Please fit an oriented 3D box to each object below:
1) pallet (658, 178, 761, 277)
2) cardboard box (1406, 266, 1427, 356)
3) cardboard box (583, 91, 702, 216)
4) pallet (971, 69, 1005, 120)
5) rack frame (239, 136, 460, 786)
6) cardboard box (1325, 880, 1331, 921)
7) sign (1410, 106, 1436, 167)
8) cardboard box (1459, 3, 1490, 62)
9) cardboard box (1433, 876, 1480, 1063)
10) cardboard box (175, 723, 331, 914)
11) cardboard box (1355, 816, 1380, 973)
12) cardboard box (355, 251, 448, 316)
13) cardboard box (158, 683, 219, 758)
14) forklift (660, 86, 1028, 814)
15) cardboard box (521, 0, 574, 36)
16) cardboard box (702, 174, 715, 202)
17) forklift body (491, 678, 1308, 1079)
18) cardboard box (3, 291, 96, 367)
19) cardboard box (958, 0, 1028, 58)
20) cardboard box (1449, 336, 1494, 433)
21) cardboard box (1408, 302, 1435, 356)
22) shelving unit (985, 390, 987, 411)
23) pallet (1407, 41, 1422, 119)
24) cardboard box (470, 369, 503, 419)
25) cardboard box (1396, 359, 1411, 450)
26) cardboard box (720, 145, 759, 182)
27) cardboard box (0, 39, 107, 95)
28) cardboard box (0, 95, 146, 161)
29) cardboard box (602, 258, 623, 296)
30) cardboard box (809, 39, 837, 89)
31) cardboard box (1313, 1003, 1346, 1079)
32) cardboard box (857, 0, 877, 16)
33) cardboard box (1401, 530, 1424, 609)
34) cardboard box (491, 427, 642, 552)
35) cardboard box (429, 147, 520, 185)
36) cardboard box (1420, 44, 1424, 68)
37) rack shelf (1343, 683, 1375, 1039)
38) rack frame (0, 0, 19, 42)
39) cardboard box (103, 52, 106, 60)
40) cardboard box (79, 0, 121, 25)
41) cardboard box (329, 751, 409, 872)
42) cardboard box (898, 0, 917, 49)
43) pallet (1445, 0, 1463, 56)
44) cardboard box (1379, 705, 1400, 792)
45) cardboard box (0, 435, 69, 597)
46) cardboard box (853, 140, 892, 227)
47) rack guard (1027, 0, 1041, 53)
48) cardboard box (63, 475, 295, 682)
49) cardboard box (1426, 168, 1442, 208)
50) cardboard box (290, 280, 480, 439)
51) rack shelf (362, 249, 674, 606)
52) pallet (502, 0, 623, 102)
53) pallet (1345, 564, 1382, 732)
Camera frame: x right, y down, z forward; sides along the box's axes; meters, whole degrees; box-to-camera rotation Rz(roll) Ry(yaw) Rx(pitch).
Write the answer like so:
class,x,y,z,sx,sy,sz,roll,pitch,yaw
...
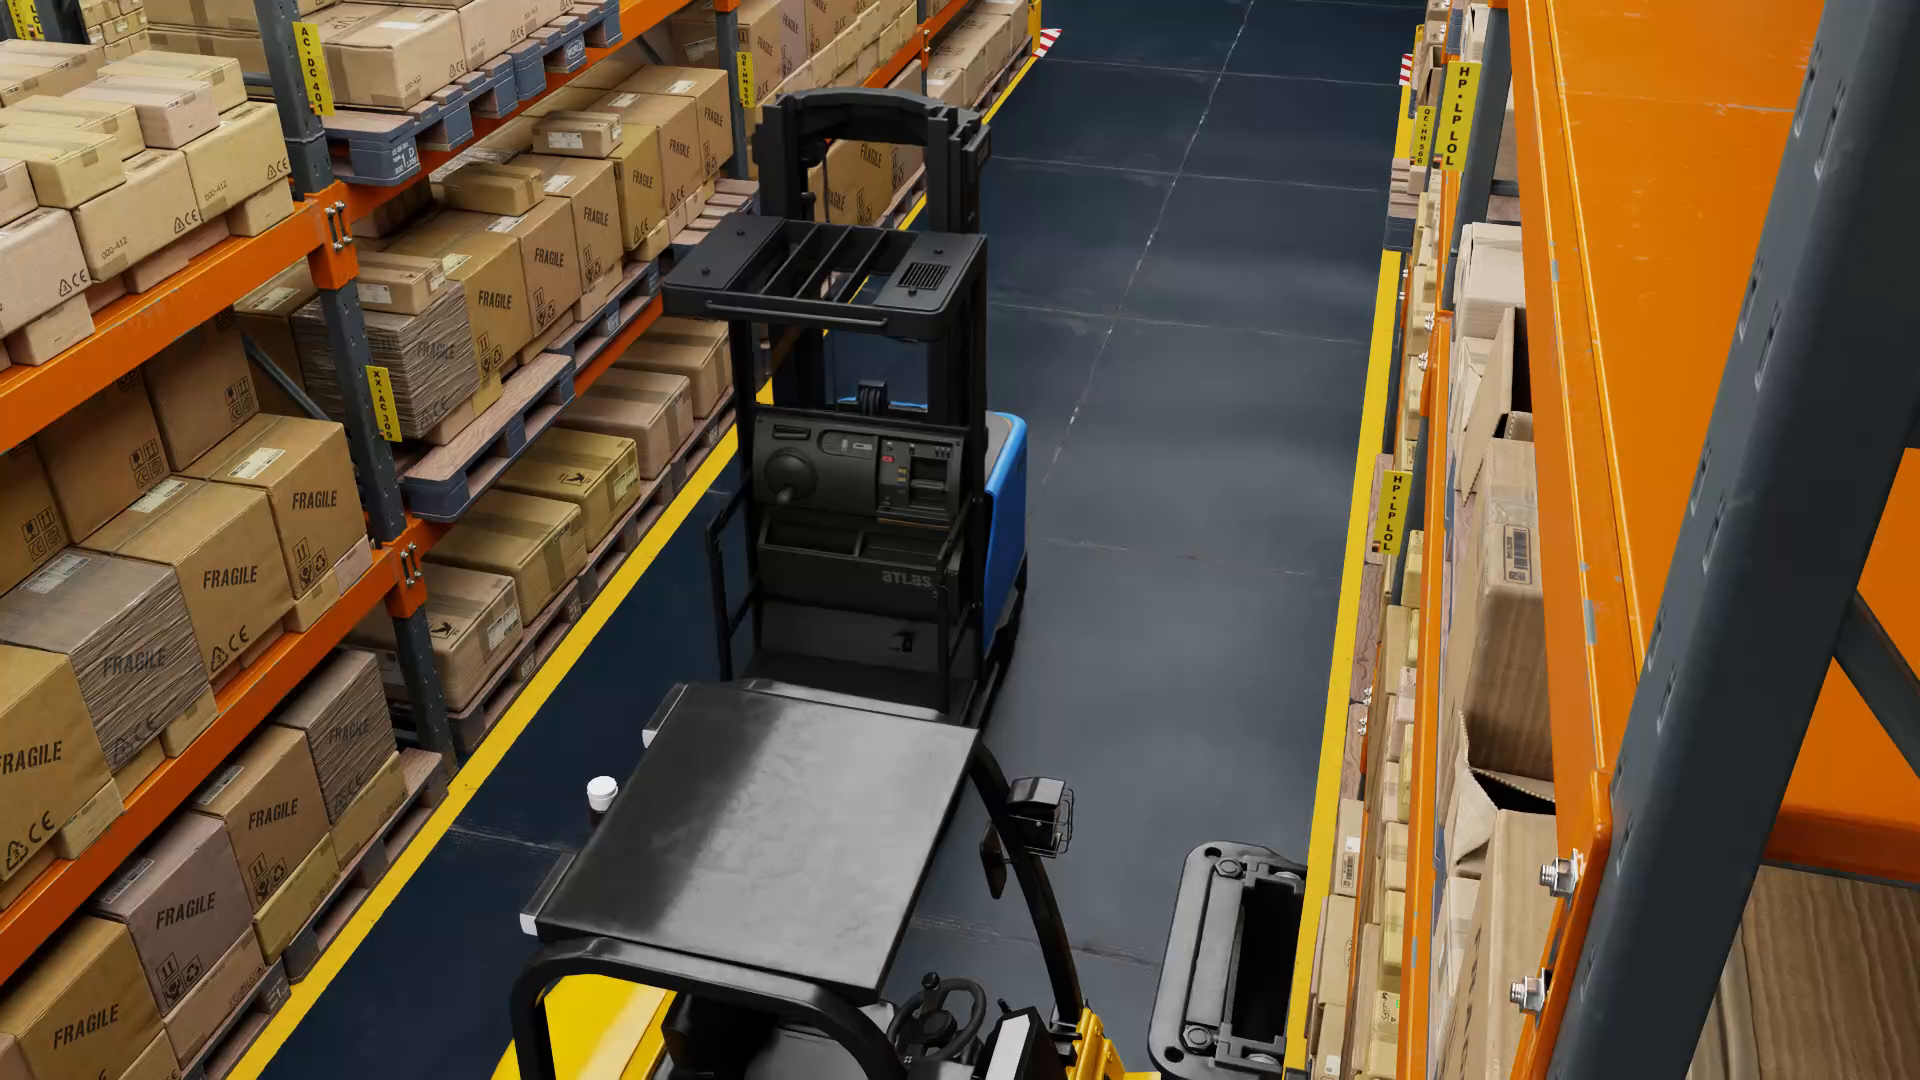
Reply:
class,x,y,z,sx,sy,sz,roll,pitch,yaw
pallet,-1.864,-1.851,9.614,1.213,0.211,1.003,8,33,12
cardboard box,2.388,-1.064,7.871,0.500,0.250,0.500,7,33,11
cardboard box,-1.754,-2.117,9.092,0.500,0.500,0.500,7,33,12
pallet,-0.195,-4.234,15.783,1.003,0.211,1.213,8,33,12
rack frame,-2.802,-0.240,6.902,1.000,3.000,0.127,8,33,12
cardboard box,1.579,1.415,6.004,0.500,0.250,0.500,8,33,12
sign,2.488,-2.166,8.926,0.100,0.325,0.005,8,33,12
cardboard box,2.143,-1.821,6.191,0.500,0.311,0.500,7,33,11
cardboard box,0.902,0.659,2.441,0.380,0.149,0.250,7,33,11
cardboard box,-2.820,1.034,6.369,0.500,0.500,0.500,9,33,13
cardboard box,1.392,1.122,4.666,0.500,0.500,0.500,8,33,12
cardboard box,-2.340,-1.055,6.816,0.380,0.149,0.250,8,33,12
cardboard box,-2.843,0.602,5.811,0.380,0.149,0.250,8,33,12
forklift,-0.490,-0.249,6.979,1.130,2.935,3.031,7,33,11
cardboard box,-2.032,-2.396,7.245,0.500,0.250,0.500,8,33,12
cardboard box,-1.640,-2.036,9.569,0.380,0.149,0.250,9,33,13
forklift body,-0.298,1.635,4.743,2.313,2.155,1.214,8,33,12
cardboard box,-2.862,-0.663,5.004,0.380,0.149,0.250,9,34,14
cardboard box,0.173,-5.207,16.711,0.875,0.438,0.875,7,33,11
cardboard box,1.398,-0.355,4.036,0.380,0.149,0.250,9,34,14
cardboard box,2.160,-0.905,7.249,0.380,0.149,0.250,7,33,11
shelving unit,0.002,-0.384,9.085,0.258,0.900,0.210,8,33,12
pallet,3.722,-3.237,11.794,1.003,0.211,1.213,8,33,12
cardboard box,-2.284,-0.683,7.442,0.380,0.149,0.250,9,33,13
cardboard box,2.277,-0.584,7.583,0.500,0.250,0.500,9,34,14
cardboard box,-1.419,-2.472,10.553,0.500,0.250,0.500,7,33,12
cardboard box,-3.197,-1.617,5.763,0.380,0.149,0.250,7,33,12
cardboard box,-2.815,-1.274,5.223,0.380,0.149,0.250,9,33,14
cardboard box,-1.959,-1.370,8.522,0.380,0.149,0.250,7,33,11
cardboard box,-1.149,-3.218,11.259,0.500,0.250,0.500,8,33,12
cardboard box,1.319,1.727,5.047,0.500,0.250,0.500,9,34,14
cardboard box,-0.914,-4.060,11.885,0.500,0.500,0.500,9,34,14
cardboard box,1.633,0.117,5.364,0.380,0.149,0.250,9,33,13
cardboard box,-2.317,-0.315,9.078,0.950,0.372,0.625,9,34,14
cardboard box,-2.513,-1.652,8.361,0.500,0.500,0.500,7,33,11
cardboard box,3.307,-3.169,11.243,0.396,0.266,0.258,10,34,15
rack shelf,1.493,1.775,4.402,1.077,0.370,4.000,8,33,12
rack frame,-6.600,-2.937,11.144,1.000,3.000,0.127,8,33,12
cardboard box,-6.223,-3.352,11.640,0.380,0.149,0.250,10,34,15
cardboard box,-6.163,-3.740,11.694,0.380,0.149,0.250,8,33,12
cardboard box,-2.692,1.086,6.986,0.500,0.250,0.500,10,34,15
cardboard box,-0.642,-4.061,13.052,0.500,0.250,0.500,7,33,11
pallet,2.930,-2.464,7.780,1.213,0.211,1.003,10,34,15
cardboard box,1.427,0.639,4.821,0.380,0.149,0.250,9,33,13
cardboard box,-3.428,-0.112,5.398,0.700,0.500,0.500,7,33,11
cardboard box,-1.073,-2.870,12.627,0.875,0.875,0.875,9,34,14
rack guard,0.250,-5.425,17.387,1.175,0.500,0.348,8,33,12
cardboard box,-2.798,0.125,5.957,0.500,0.500,0.500,9,34,14
cardboard box,2.650,-1.833,8.709,0.380,0.149,0.250,9,34,14
cardboard box,-2.405,-0.789,7.004,0.500,0.500,0.500,9,33,14
rack shelf,-2.294,-0.974,8.727,1.077,0.370,4.000,8,33,12
pallet,-2.282,-2.271,7.476,1.213,0.211,1.003,8,33,12
pallet,2.457,0.588,8.198,1.003,0.211,1.213,8,33,12
